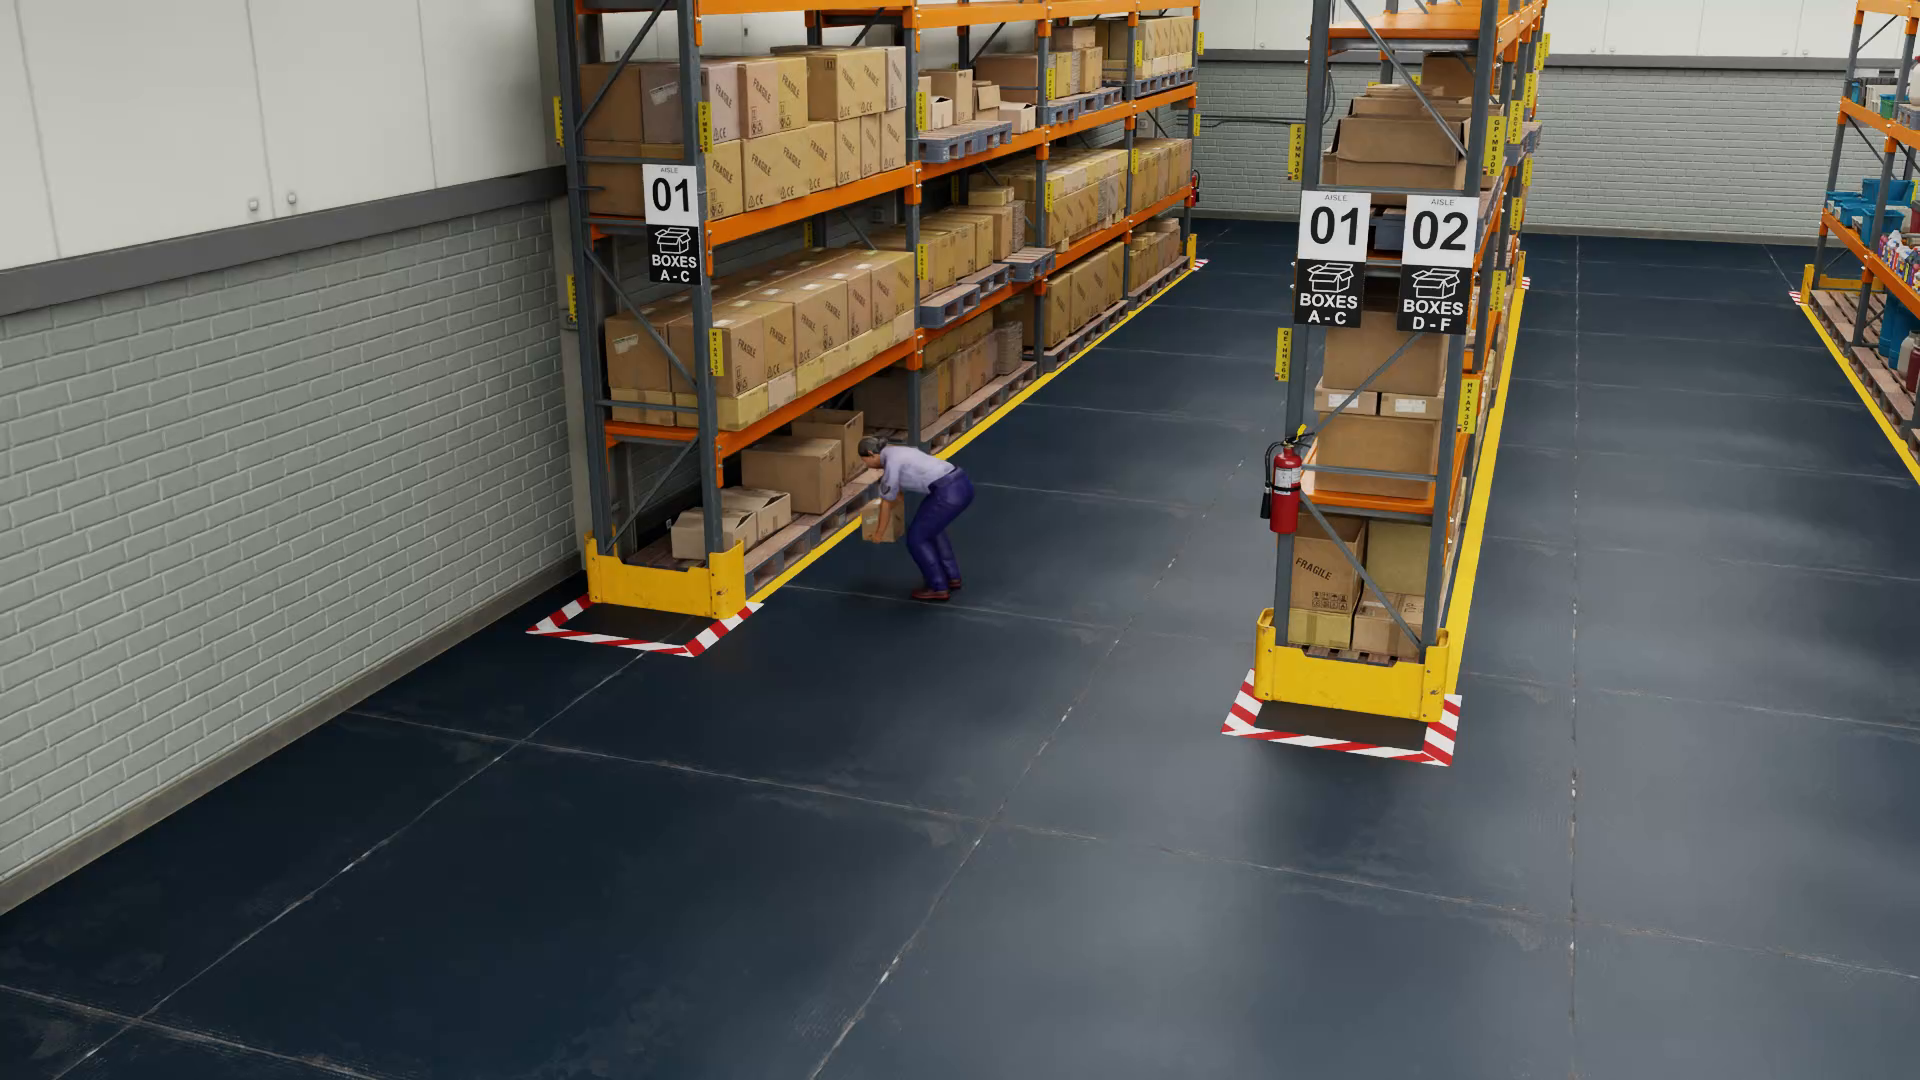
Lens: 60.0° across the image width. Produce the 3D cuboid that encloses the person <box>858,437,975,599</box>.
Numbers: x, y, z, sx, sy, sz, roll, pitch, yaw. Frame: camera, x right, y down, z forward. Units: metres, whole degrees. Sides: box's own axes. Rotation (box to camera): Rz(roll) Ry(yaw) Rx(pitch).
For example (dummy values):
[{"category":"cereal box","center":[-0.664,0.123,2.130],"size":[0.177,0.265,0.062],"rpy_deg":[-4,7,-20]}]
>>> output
[{"category":"person","center":[-0.335,-0.179,12.364],"size":[0.868,1.169,0.487],"rpy_deg":[6,20,16]}]
